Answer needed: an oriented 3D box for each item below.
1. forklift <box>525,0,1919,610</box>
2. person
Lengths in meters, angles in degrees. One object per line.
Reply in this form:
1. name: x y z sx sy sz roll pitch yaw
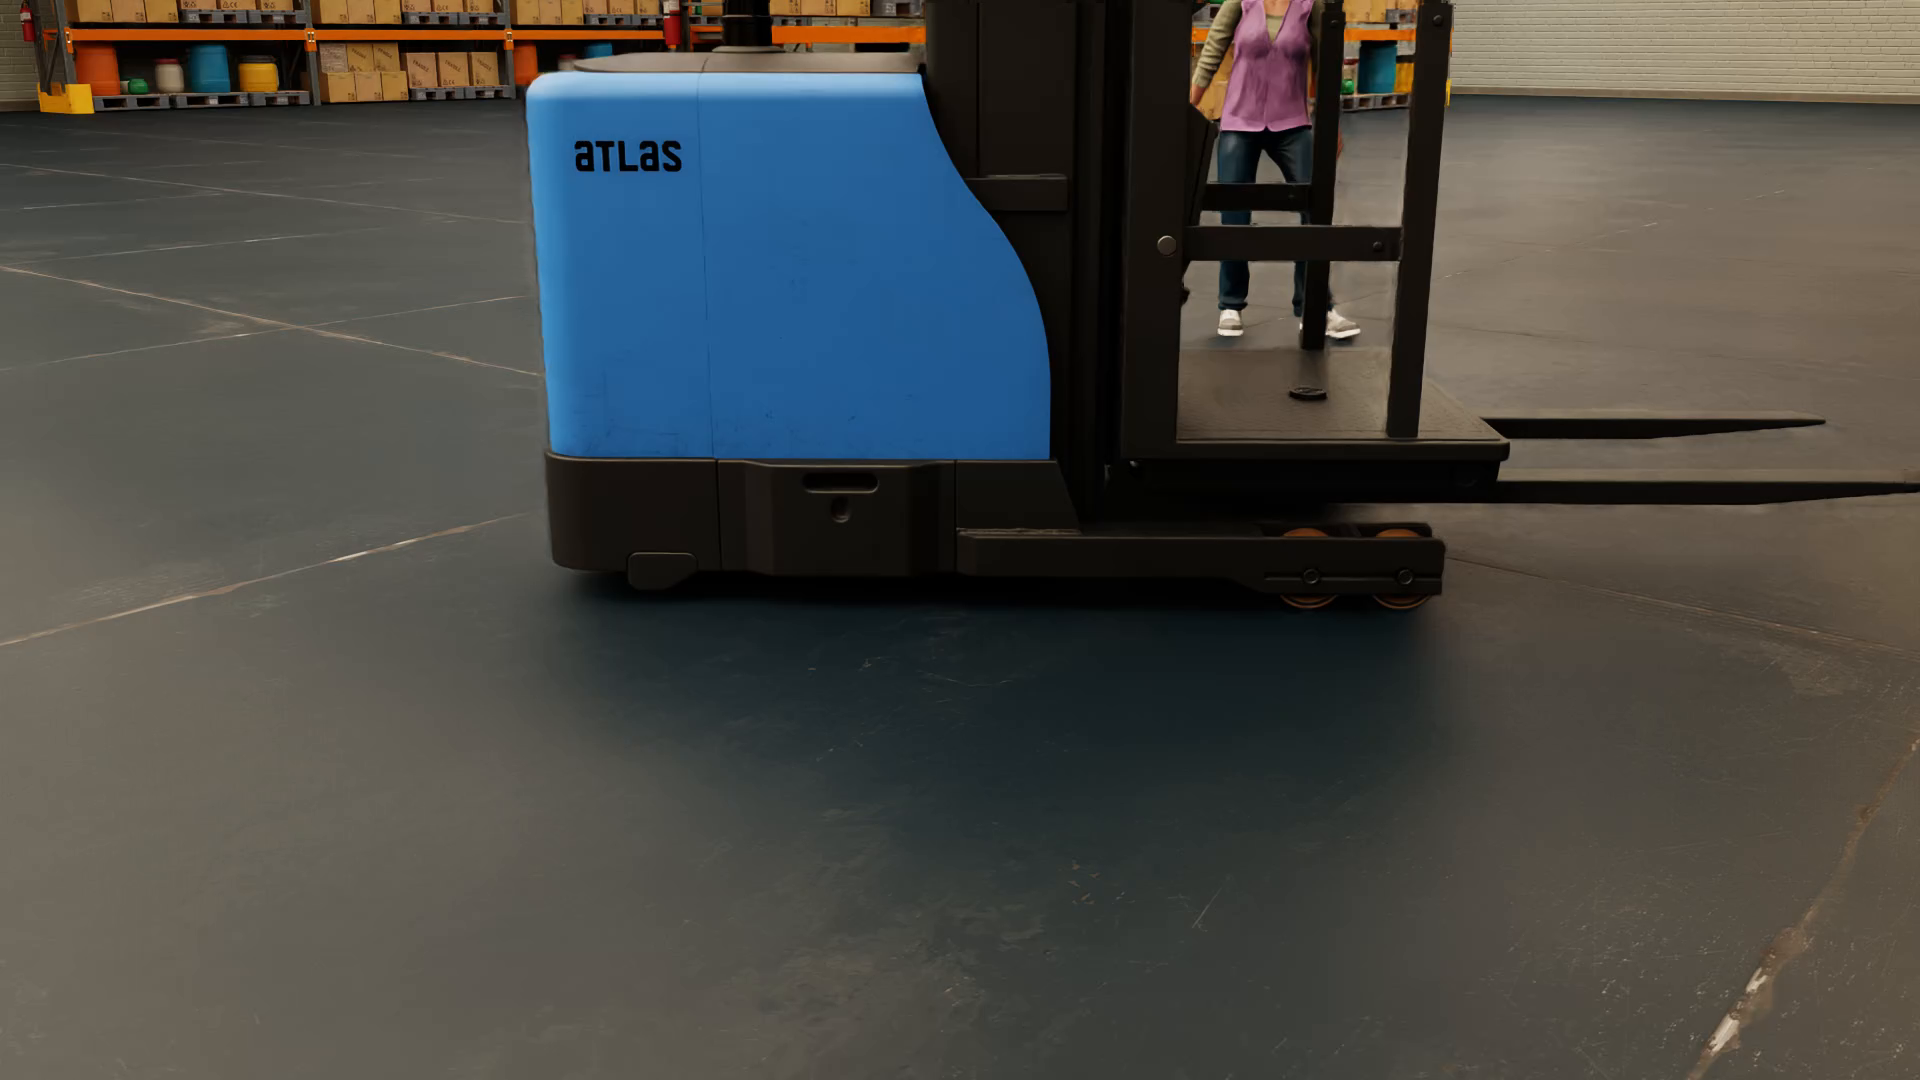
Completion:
1. forklift: 0.646 -1.414 3.554 3.031 2.935 1.130 0 17 1
2. person: 1.218 -1.567 6.446 0.733 1.563 0.392 1 17 5
